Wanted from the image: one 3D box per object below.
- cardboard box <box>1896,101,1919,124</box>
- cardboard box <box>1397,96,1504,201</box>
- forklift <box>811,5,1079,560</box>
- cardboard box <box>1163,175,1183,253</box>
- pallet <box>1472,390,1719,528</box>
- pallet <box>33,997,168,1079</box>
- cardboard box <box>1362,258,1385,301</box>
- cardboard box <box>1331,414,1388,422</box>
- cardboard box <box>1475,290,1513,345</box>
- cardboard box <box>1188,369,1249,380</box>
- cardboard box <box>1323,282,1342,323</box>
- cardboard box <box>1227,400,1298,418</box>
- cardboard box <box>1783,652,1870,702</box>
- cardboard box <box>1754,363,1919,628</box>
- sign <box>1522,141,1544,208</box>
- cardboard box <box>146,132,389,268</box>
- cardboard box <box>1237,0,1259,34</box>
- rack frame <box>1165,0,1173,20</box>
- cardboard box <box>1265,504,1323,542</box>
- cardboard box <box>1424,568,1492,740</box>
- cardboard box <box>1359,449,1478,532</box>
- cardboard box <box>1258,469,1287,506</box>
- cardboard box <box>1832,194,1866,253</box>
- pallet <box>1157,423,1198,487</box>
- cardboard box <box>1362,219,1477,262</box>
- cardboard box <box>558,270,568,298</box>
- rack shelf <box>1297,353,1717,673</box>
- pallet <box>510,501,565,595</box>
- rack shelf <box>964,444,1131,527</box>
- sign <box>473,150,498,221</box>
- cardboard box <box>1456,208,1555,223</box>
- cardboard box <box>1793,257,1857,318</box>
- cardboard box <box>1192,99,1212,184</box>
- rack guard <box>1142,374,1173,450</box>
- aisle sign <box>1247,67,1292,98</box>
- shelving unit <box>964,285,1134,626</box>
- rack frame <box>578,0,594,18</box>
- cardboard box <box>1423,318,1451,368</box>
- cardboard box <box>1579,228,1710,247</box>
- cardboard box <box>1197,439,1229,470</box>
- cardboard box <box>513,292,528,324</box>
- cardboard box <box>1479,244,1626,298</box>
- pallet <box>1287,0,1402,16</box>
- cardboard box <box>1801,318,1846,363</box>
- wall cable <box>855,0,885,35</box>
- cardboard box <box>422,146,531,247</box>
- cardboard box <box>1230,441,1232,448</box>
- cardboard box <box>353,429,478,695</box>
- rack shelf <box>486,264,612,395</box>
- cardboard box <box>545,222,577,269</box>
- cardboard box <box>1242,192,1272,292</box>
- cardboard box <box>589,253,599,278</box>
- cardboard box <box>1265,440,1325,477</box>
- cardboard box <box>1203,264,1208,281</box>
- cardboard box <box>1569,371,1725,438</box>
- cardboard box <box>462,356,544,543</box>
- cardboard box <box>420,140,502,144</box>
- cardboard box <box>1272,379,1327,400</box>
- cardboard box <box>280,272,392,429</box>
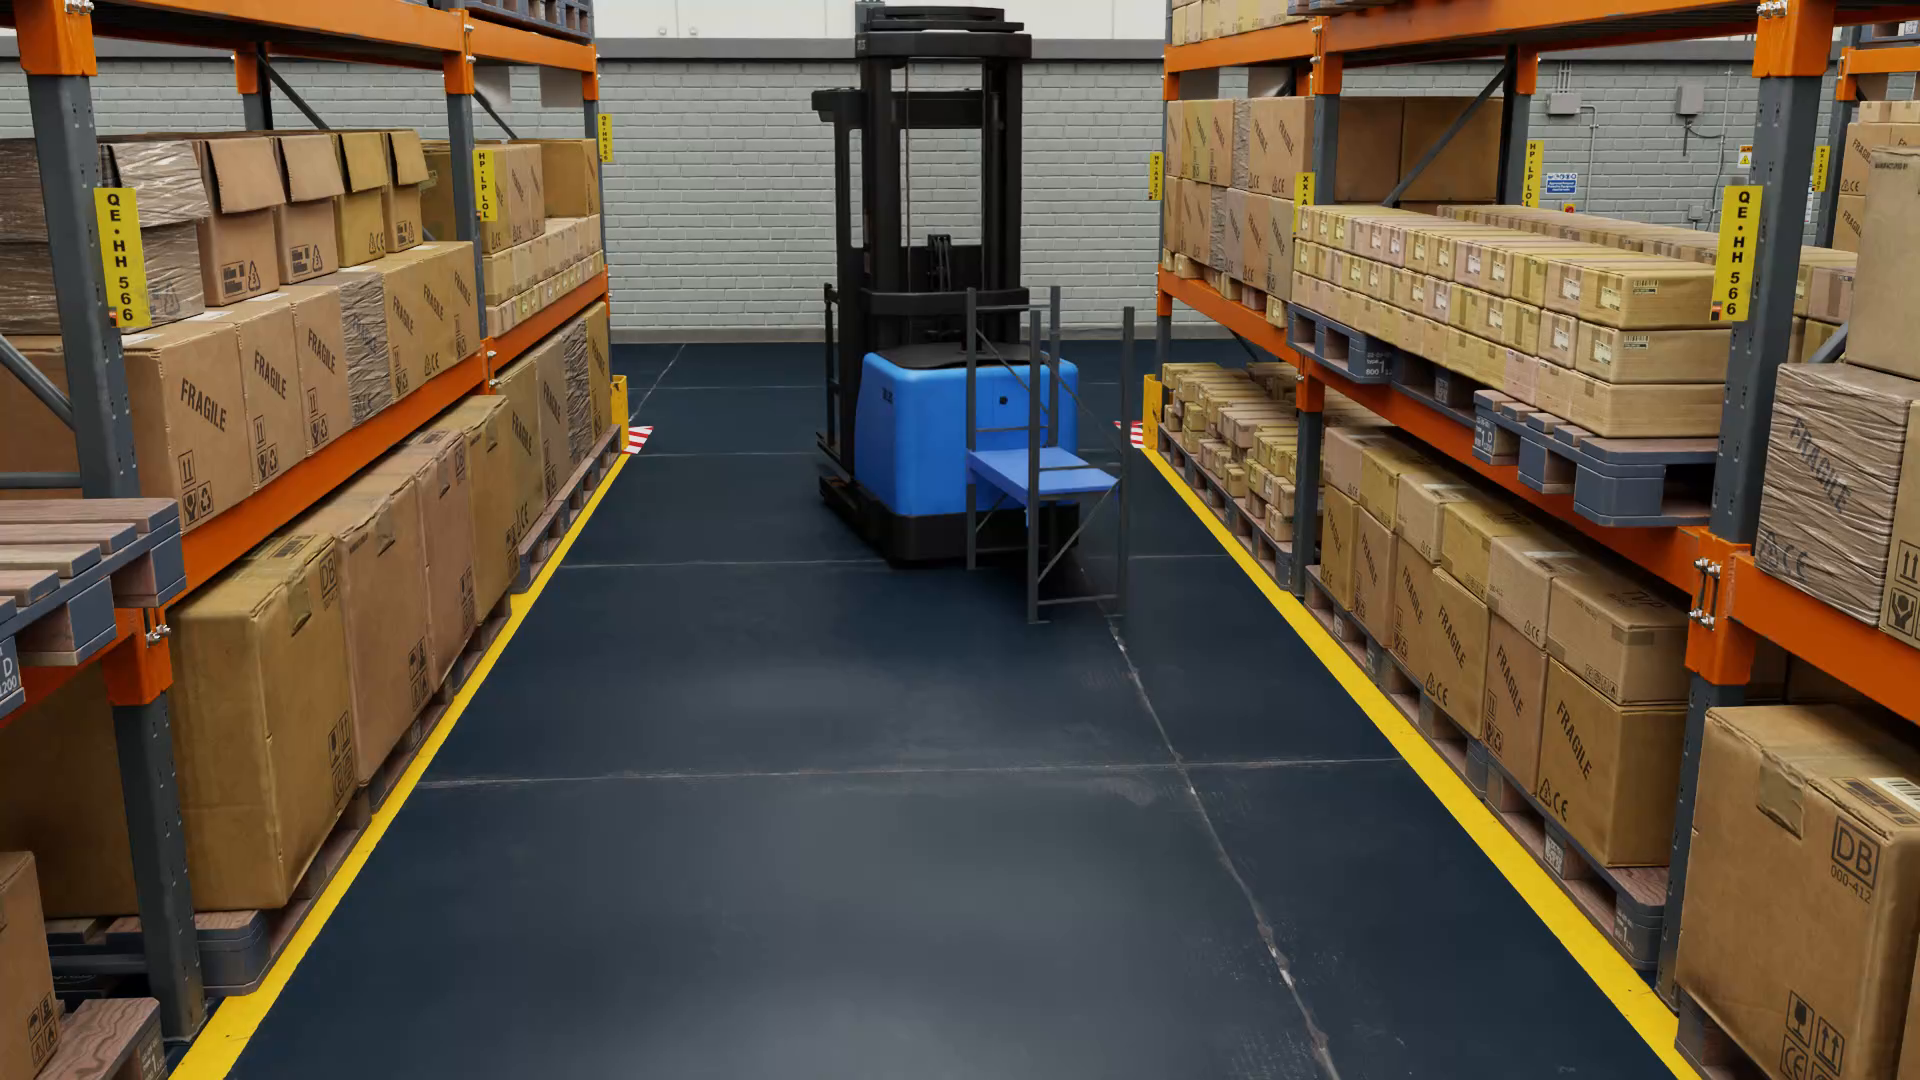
[{"bbox_3d":[6.607,-2.899,11.266,0.380,0.149,0.250,0,14,-2],"label":"cardboard box"},{"bbox_3d":[2.401,-1.972,8.366,0.500,0.500,0.500,-1,14,-2],"label":"cardboard box"},{"bbox_3d":[-0.253,-1.634,9.995,1.130,2.935,3.031,-4,15,-16],"label":"forklift"},{"bbox_3d":[1.690,-2.251,11.456,0.500,0.500,0.500,0,14,-1],"label":"cardboard box"},{"bbox_3d":[2.283,-0.267,4.930,1.213,0.211,1.003,-1,14,-3],"label":"pallet"},{"bbox_3d":[-2.476,1.412,3.615,1.003,0.211,1.213,-1,14,-3],"label":"pallet"},{"bbox_3d":[1.821,-1.040,6.611,0.380,0.149,0.250,0,14,-1],"label":"cardboard box"},{"bbox_3d":[2.375,-0.640,9.677,0.380,0.149,0.250,-1,14,-2],"label":"cardboard box"},{"bbox_3d":[1.896,-0.720,5.369,0.380,0.149,0.250,-1,14,-3],"label":"cardboard box"},{"bbox_3d":[1.768,-1.083,11.399,0.380,0.149,0.250,-1,14,-2],"label":"cardboard box"},{"bbox_3d":[1.785,-1.025,7.151,0.380,0.149,0.250,-1,14,-3],"label":"cardboard box"},{"bbox_3d":[1.843,-0.761,10.150,0.380,0.149,0.250,-1,14,-3],"label":"cardboard box"},{"bbox_3d":[2.632,0.284,5.070,0.500,0.250,0.500,-2,15,-6],"label":"cardboard box"},{"bbox_3d":[2.192,-0.117,3.761,0.500,0.500,0.500,-1,14,-3],"label":"cardboard box"},{"bbox_3d":[2.739,-1.749,7.982,0.100,0.325,0.005,-1,14,-3],"label":"sign"},{"bbox_3d":[-2.692,-1.332,6.471,0.797,0.503,0.637,-1,14,-3],"label":"cardboard box"},{"bbox_3d":[1.834,-2.928,9.167,0.500,0.250,0.500,-1,14,-4],"label":"cardboard box"},{"bbox_3d":[1.938,-5.079,11.208,1.000,3.000,0.127,-1,14,-3],"label":"rack frame"},{"bbox_3d":[1.821,-0.094,8.751,0.380,0.149,0.250,-1,14,-3],"label":"cardboard box"},{"bbox_3d":[2.054,0.403,6.115,0.500,0.500,0.500,-2,15,-6],"label":"cardboard box"},{"bbox_3d":[2.003,-0.215,7.011,0.500,0.250,0.500,0,14,-2],"label":"cardboard box"},{"bbox_3d":[1.820,-0.286,8.902,0.380,0.149,0.250,-2,15,-6],"label":"cardboard box"},{"bbox_3d":[6.615,-2.200,11.857,0.500,0.500,0.500,-1,14,-4],"label":"cardboard box"},{"bbox_3d":[1.957,-0.602,11.443,1.003,0.211,1.213,-1,14,-3],"label":"pallet"},{"bbox_3d":[1.817,-1.185,6.580,0.380,0.149,0.250,-1,14,-4],"label":"cardboard box"},{"bbox_3d":[-2.574,-1.537,9.985,0.380,0.149,0.250,-1,14,-2],"label":"cardboard box"},{"bbox_3d":[2.309,-0.333,6.246,1.077,0.370,4.000,-1,14,-3],"label":"rack shelf"},{"bbox_3d":[-2.740,0.032,8.977,1.003,0.211,1.213,-1,14,-3],"label":"pallet"},{"bbox_3d":[0.421,-0.286,8.351,0.538,0.185,1.000,-4,15,-16],"label":"rack shelf"},{"bbox_3d":[-2.230,-1.661,7.797,0.100,0.325,0.005,-1,14,-3],"label":"sign"},{"bbox_3d":[2.423,-1.385,7.358,0.380,0.149,0.250,-1,14,-5],"label":"cardboard box"},{"bbox_3d":[2.579,-0.739,4.846,0.380,0.149,0.250,-1,14,-5],"label":"cardboard box"},{"bbox_3d":[1.748,-2.480,10.340,0.500,0.500,0.500,-1,14,-5],"label":"cardboard box"},{"bbox_3d":[1.942,-0.944,12.194,1.175,0.500,0.348,-1,14,-3],"label":"rack guard"},{"bbox_3d":[2.233,-3.456,11.721,0.394,0.787,0.004,-1,14,-3],"label":"aisle sign"},{"bbox_3d":[0.421,-0.460,8.306,0.538,1.500,1.048,-4,15,-16],"label":"shelving unit"},{"bbox_3d":[-3.019,-5.028,11.008,1.000,3.000,0.127,-1,14,-3],"label":"rack frame"},{"bbox_3d":[1.870,-0.701,5.891,0.380,0.149,0.250,0,14,-2],"label":"cardboard box"},{"bbox_3d":[2.503,-1.061,6.098,0.380,0.149,0.250,-1,14,-4],"label":"cardboard box"},{"bbox_3d":[1.717,-0.545,10.505,0.380,0.149,0.250,-2,15,-6],"label":"cardboard box"},{"bbox_3d":[-2.491,-1.216,8.735,0.380,0.149,0.250,0,14,-2],"label":"cardboard box"},{"bbox_3d":[1.896,-0.863,5.328,0.380,0.149,0.250,0,14,-2],"label":"cardboard box"},{"bbox_3d":[2.117,-2.386,7.136,1.213,0.211,1.003,-1,14,-3],"label":"pallet"},{"bbox_3d":[2.604,-0.533,4.644,0.380,0.149,0.250,0,14,-1],"label":"cardboard box"},{"bbox_3d":[0.071,-8.045,16.280,2.277,5.999,0.120,-1,14,-3],"label":"wall cable"},{"bbox_3d":[-2.568,-1.808,8.733,0.500,0.500,0.500,-1,14,-3],"label":"cardboard box"},{"bbox_3d":[1.862,-0.614,10.174,0.380,0.149,0.250,0,14,-1],"label":"cardboard box"},{"bbox_3d":[-2.655,0.079,6.621,1.225,0.875,0.875,-1,14,-5],"label":"cardboard box"},{"bbox_3d":[-2.895,-1.277,9.912,1.077,0.370,4.000,-1,14,-3],"label":"rack shelf"},{"bbox_3d":[-2.661,-1.825,10.303,0.500,0.250,0.500,-1,14,-5],"label":"cardboard box"},{"bbox_3d":[1.843,-1.617,8.993,0.500,0.500,0.500,-1,14,-5],"label":"cardboard box"},{"bbox_3d":[-2.651,-1.853,11.212,0.380,0.149,0.250,-1,14,-3],"label":"cardboard box"},{"bbox_3d":[1.848,-0.437,8.891,0.380,0.149,0.250,-1,14,-3],"label":"cardboard box"},{"bbox_3d":[1.804,-1.774,10.905,0.380,0.149,0.250,0,14,-1],"label":"cardboard box"},{"bbox_3d":[1.944,-0.382,4.651,0.380,0.149,0.250,-1,14,-3],"label":"cardboard box"},{"bbox_3d":[-2.732,-0.467,8.745,0.875,0.875,0.875,-1,14,-3],"label":"cardboard box"},{"bbox_3d":[-3.228,-2.309,10.681,0.500,0.500,0.500,-1,14,-5],"label":"cardboard box"},{"bbox_3d":[2.277,-0.966,10.945,0.380,0.149,0.250,-1,15,-6],"label":"cardboard box"},{"bbox_3d":[-2.380,-0.686,5.974,0.500,0.500,0.500,-1,14,-3],"label":"cardboard box"}]
